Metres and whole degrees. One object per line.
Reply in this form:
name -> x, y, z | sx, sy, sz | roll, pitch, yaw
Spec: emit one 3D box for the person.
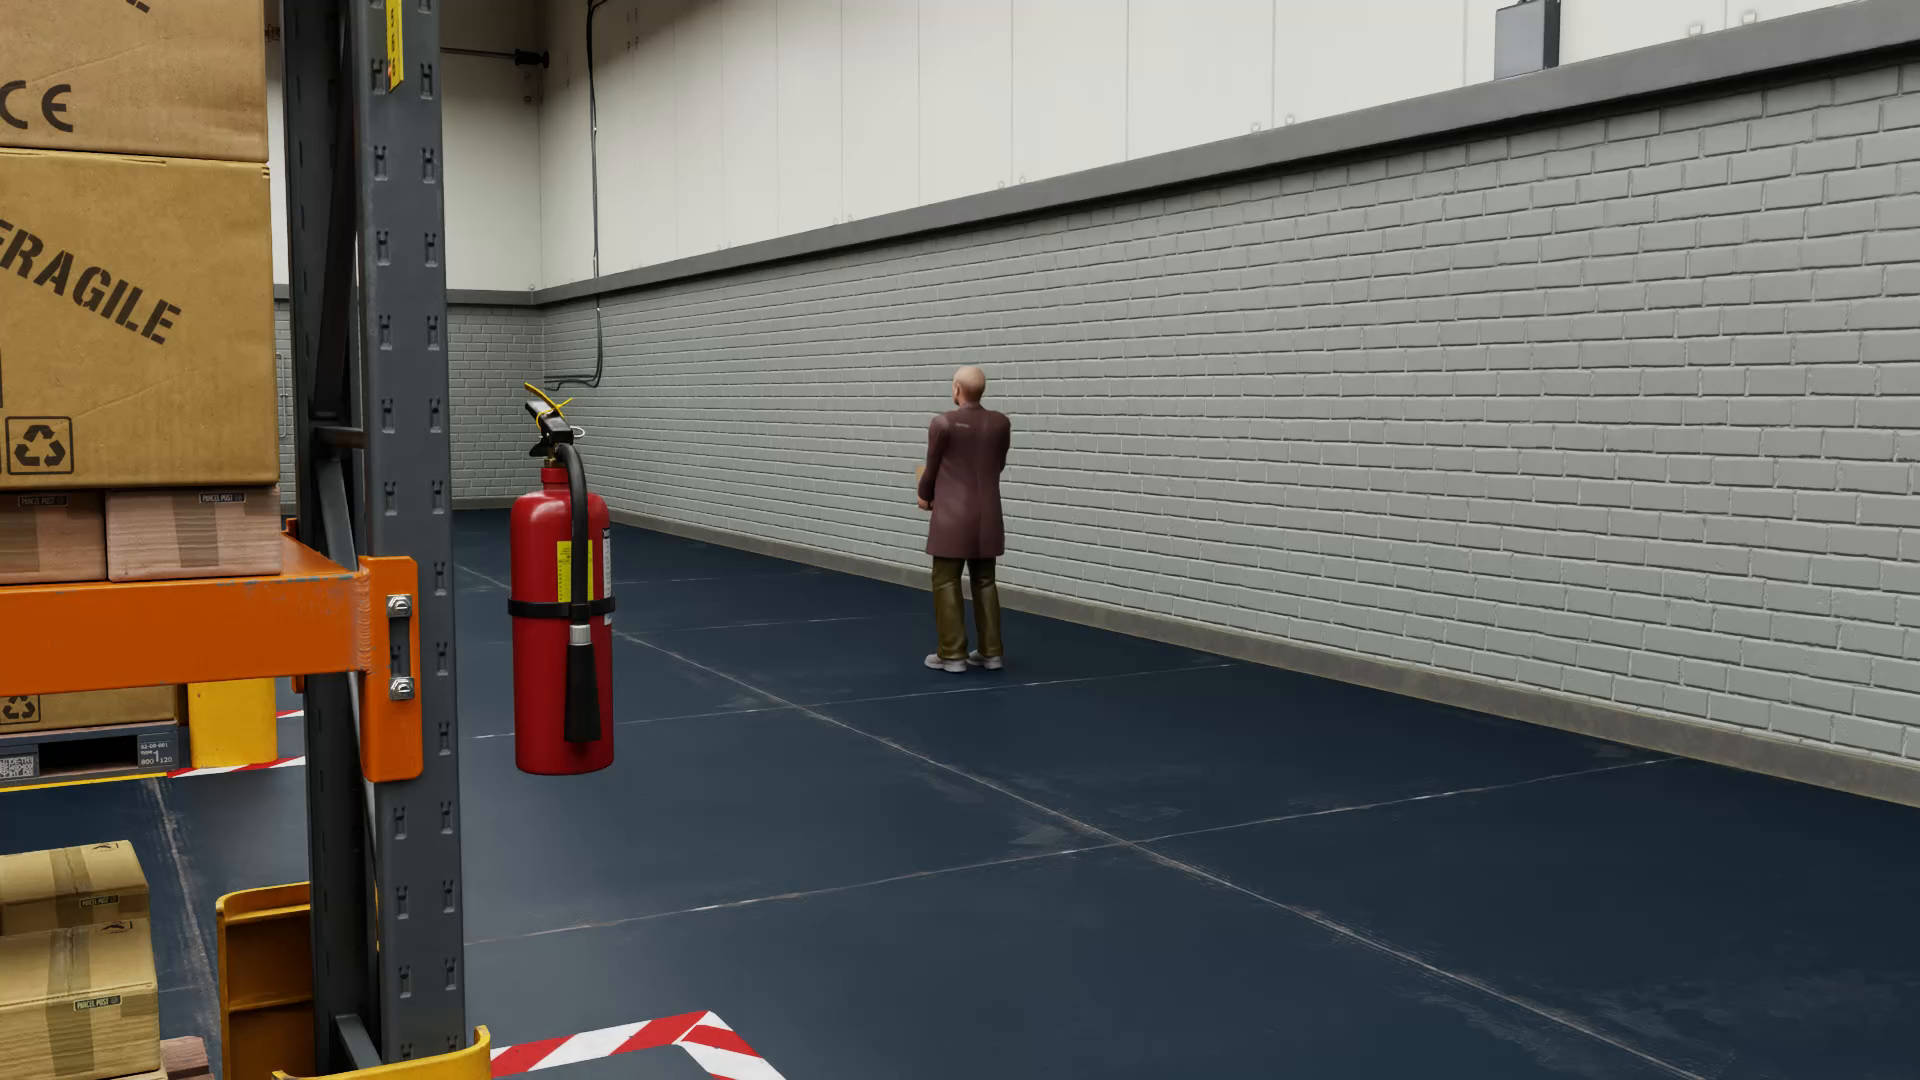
person -> -0.008, -0.132, 9.764 | 0.529, 1.773, 0.550 | -3, 6, -28
